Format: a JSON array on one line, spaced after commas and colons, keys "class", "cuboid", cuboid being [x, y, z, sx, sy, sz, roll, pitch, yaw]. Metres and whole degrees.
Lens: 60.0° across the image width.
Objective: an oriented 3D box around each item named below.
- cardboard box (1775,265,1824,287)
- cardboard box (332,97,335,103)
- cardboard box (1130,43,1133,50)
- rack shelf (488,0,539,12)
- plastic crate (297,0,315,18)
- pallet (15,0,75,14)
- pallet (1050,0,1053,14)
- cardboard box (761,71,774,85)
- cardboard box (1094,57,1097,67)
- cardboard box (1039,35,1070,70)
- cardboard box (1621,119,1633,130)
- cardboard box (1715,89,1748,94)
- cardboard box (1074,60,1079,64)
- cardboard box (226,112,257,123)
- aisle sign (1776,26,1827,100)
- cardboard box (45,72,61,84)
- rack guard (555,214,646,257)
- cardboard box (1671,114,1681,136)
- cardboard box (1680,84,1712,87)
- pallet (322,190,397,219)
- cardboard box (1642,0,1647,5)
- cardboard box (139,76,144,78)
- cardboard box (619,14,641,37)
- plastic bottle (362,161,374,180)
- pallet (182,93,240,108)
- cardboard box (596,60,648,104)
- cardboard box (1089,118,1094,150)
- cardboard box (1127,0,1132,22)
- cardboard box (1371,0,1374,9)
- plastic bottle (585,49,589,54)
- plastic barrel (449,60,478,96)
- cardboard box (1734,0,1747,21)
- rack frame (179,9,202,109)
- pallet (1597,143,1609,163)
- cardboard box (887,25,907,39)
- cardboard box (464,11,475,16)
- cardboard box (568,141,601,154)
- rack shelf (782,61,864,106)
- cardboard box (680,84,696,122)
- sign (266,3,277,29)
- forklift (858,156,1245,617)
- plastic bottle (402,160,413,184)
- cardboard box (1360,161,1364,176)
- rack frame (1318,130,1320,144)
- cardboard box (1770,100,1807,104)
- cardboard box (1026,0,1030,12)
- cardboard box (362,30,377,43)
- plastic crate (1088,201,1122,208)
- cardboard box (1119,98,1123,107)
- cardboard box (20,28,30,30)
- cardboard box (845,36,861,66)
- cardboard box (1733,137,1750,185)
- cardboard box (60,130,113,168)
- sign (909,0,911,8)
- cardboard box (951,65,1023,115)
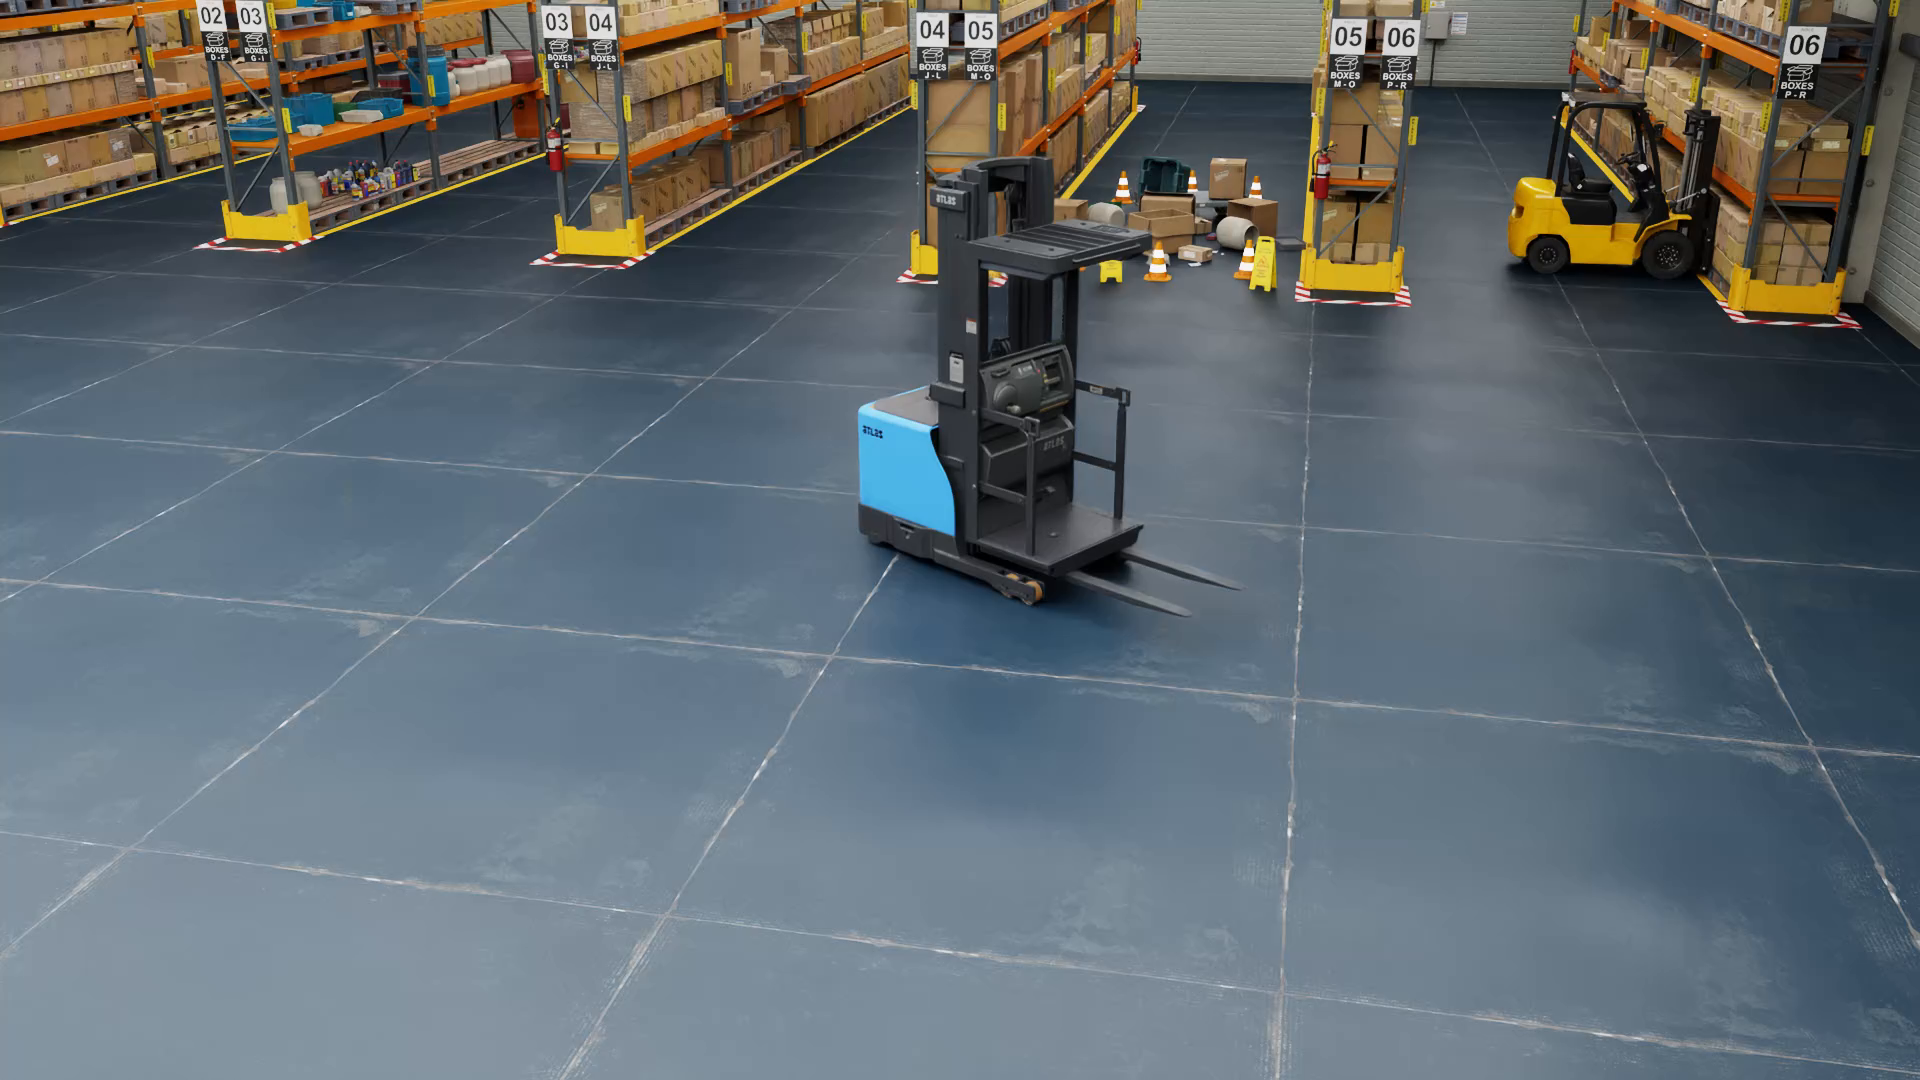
[{"class": "cardboard box", "cuboid": [9.992, -3.204, 19.913, 0.500, 0.250, 0.500, 5, 22, 11]}, {"class": "cardboard box", "cuboid": [-12.452, -8.316, 32.244, 0.500, 0.500, 0.500, 4, 22, 9]}, {"class": "cardboard box", "cuboid": [3.449, -10.432, 35.077, 0.380, 0.149, 0.250, 4, 22, 11]}, {"class": "rack shelf", "cuboid": [-7.669, -10.345, 31.473, 1.077, 0.370, 4.000, 4, 22, 11]}, {"class": "plastic crate", "cuboid": [-9.616, -7.734, 24.049, 0.392, 0.384, 0.575, 4, 22, 11]}, {"class": "pallet", "cuboid": [-14.142, -8.064, 24.963, 1.003, 0.211, 1.213, 4, 22, 11]}, {"class": "pallet", "cuboid": [0.929, -7.942, 24.799, 0.805, 0.209, 1.217, 4, 22, 9]}, {"class": "cardboard box", "cuboid": [-3.305, -7.680, 27.526, 0.396, 0.266, 0.258, 4, 22, 9]}, {"class": "cardboard box", "cuboid": [2.272, -8.667, 30.134, 0.380, 0.149, 0.250, 5, 23, 13]}, {"class": "cardboard box", "cuboid": [1.403, -7.925, 27.044, 0.700, 0.500, 0.500, 4, 22, 10]}, {"class": "cardboard box", "cuboid": [11.484, -7.065, 28.296, 0.380, 0.149, 0.250, 3, 22, 8]}, {"class": "cardboard box", "cuboid": [10.213, -5.870, 22.014, 0.380, 0.149, 0.250, 5, 22, 12]}, {"class": "cardboard box", "cuboid": [1.901, -8.141, 28.428, 0.380, 0.149, 0.250, 5, 23, 13]}, {"class": "cardboard box", "cuboid": [-12.997, -7.529, 29.901, 0.500, 0.311, 0.500, 4, 22, 11]}, {"class": "aisle sign", "cuboid": [9.399, -5.324, 18.579, 0.394, 0.787, 0.004, 4, 22, 11]}, {"class": "cardboard box", "cuboid": [-13.953, -7.046, 25.330, 0.380, 0.149, 0.250, 5, 22, 11]}, {"class": "rack guard", "cuboid": [-4.846, -4.121, 22.416, 1.175, 0.500, 0.348, 4, 22, 11]}, {"class": "cardboard box", "cuboid": [10.460, -5.902, 23.694, 0.500, 0.250, 0.500, 4, 22, 11]}, {"class": "cardboard box", "cuboid": [10.544, -6.451, 23.853, 0.380, 0.149, 0.250, 4, 22, 10]}, {"class": "pallet", "cuboid": [-9.318, -5.110, 25.258, 1.003, 0.211, 1.213, 4, 22, 11]}, {"class": "cardboard box", "cuboid": [11.302, -8.758, 26.770, 0.500, 0.250, 0.500, 5, 22, 11]}, {"class": "cardboard box", "cuboid": [-13.742, -7.745, 28.250, 0.396, 0.266, 0.258, 4, 22, 10]}, {"class": "cardboard box", "cuboid": [-4.510, -6.731, 21.737, 0.500, 0.250, 0.500, 5, 22, 13]}, {"class": "plastic bottle", "cuboid": [-9.324, -5.794, 26.181, 0.144, 0.351, 0.185, 4, 22, 11]}, {"class": "pallet", "cuboid": [-16.728, -9.753, 36.787, 1.003, 0.211, 1.213, 4, 22, 11]}, {"class": "cardboard box", "cuboid": [-4.482, -6.081, 22.067, 0.500, 0.500, 0.500, 4, 22, 11]}, {"class": "cardboard box", "cuboid": [2.099, -7.222, 29.554, 0.500, 0.500, 0.500, 5, 22, 12]}, {"class": "cardboard box", "cuboid": [3.188, -10.775, 33.722, 0.500, 0.500, 0.500, 6, 23, 14]}, {"class": "cardboard box", "cuboid": [4.983, -6.746, 20.841, 0.380, 0.149, 0.250, 4, 22, 9]}, {"class": "plastic bottle", "cuboid": [-7.230, -9.425, 32.407, 0.152, 0.276, 0.135, 4, 22, 11]}, {"class": "plastic barrel", "cuboid": [-8.334, -7.758, 27.918, 0.433, 0.535, 0.433, 0, 22, 0]}, {"class": "cardboard box", "cuboid": [9.916, -6.634, 20.778, 0.396, 0.266, 0.258, 4, 22, 10]}, {"class": "rack frame", "cuboid": [-16.960, -10.774, 35.590, 1.000, 3.000, 0.127, 4, 22, 11]}, {"class": "pallet", "cuboid": [12.020, -6.915, 29.741, 1.003, 0.211, 1.213, 4, 22, 11]}, {"class": "cardboard box", "cuboid": [-1.435, -10.975, 35.892, 0.500, 0.250, 0.500, 4, 22, 10]}, {"class": "cardboard box", "cuboid": [-11.217, -12.002, 37.168, 0.500, 0.500, 0.500, 5, 22, 12]}, {"class": "cardboard box", "cuboid": [-5.005, -5.256, 22.225, 0.380, 0.149, 0.250, 4, 22, 11]}, {"class": "rack shelf", "cuboid": [-2.821, -8.576, 31.096, 1.077, 0.370, 4.000, 4, 22, 11]}, {"class": "cardboard box", "cuboid": [-4.337, -6.369, 24.121, 0.875, 0.500, 0.500, 4, 22, 11]}, {"class": "sign", "cuboid": [-9.172, -6.982, 22.148, 0.100, 0.325, 0.005, 4, 22, 11]}, {"class": "forklift", "cuboid": [0.637, -1.123, 11.719, 3.031, 2.935, 1.130, 19, 29, 39]}, {"class": "plastic bottle", "cuboid": [-8.743, -5.811, 26.224, 0.144, 0.351, 0.185, 4, 22, 9]}, {"class": "cardboard box", "cuboid": [5.150, -4.583, 20.553, 0.380, 0.149, 0.250, 5, 22, 12]}, {"class": "rack frame", "cuboid": [7.289, -8.886, 30.902, 1.000, 3.000, 0.127, 4, 22, 11]}, {"class": "cardboard box", "cuboid": [10.454, -5.463, 21.002, 0.380, 0.149, 0.250, 4, 22, 10]}, {"class": "cardboard box", "cuboid": [0.718, -7.101, 22.094, 0.380, 0.149, 0.250, 4, 22, 11]}, {"class": "cardboard box", "cuboid": [-12.425, -10.483, 34.171, 0.700, 0.500, 0.500, -3, 22, -7]}, {"class": "plastic crate", "cuboid": [2.037, -4.859, 24.591, 0.450, 0.188, 0.662, 7, 21, 42]}, {"class": "cardboard box", "cuboid": [3.113, -8.909, 33.815, 0.380, 0.149, 0.250, 5, 22, 11]}, {"class": "cardboard box", "cuboid": [-17.817, -9.734, 31.417, 0.380, 0.149, 0.250, 2, 22, 4]}, {"class": "cardboard box", "cuboid": [-2.241, -9.496, 32.282, 0.500, 0.500, 0.500, 5, 22, 11]}, {"class": "cardboard box", "cuboid": [9.659, -4.556, 20.016, 0.500, 0.500, 0.500, 5, 23, 13]}, {"class": "cardboard box", "cuboid": [-13.835, -6.188, 26.317, 0.500, 0.500, 0.500, 4, 22, 11]}, {"class": "sign", "cuboid": [-1.068, -11.705, 36.034, 0.100, 0.325, 0.005, 4, 22, 11]}, {"class": "cardboard box", "cuboid": [0.357, -5.943, 21.949, 0.875, 0.550, 0.550, 4, 22, 11]}]
